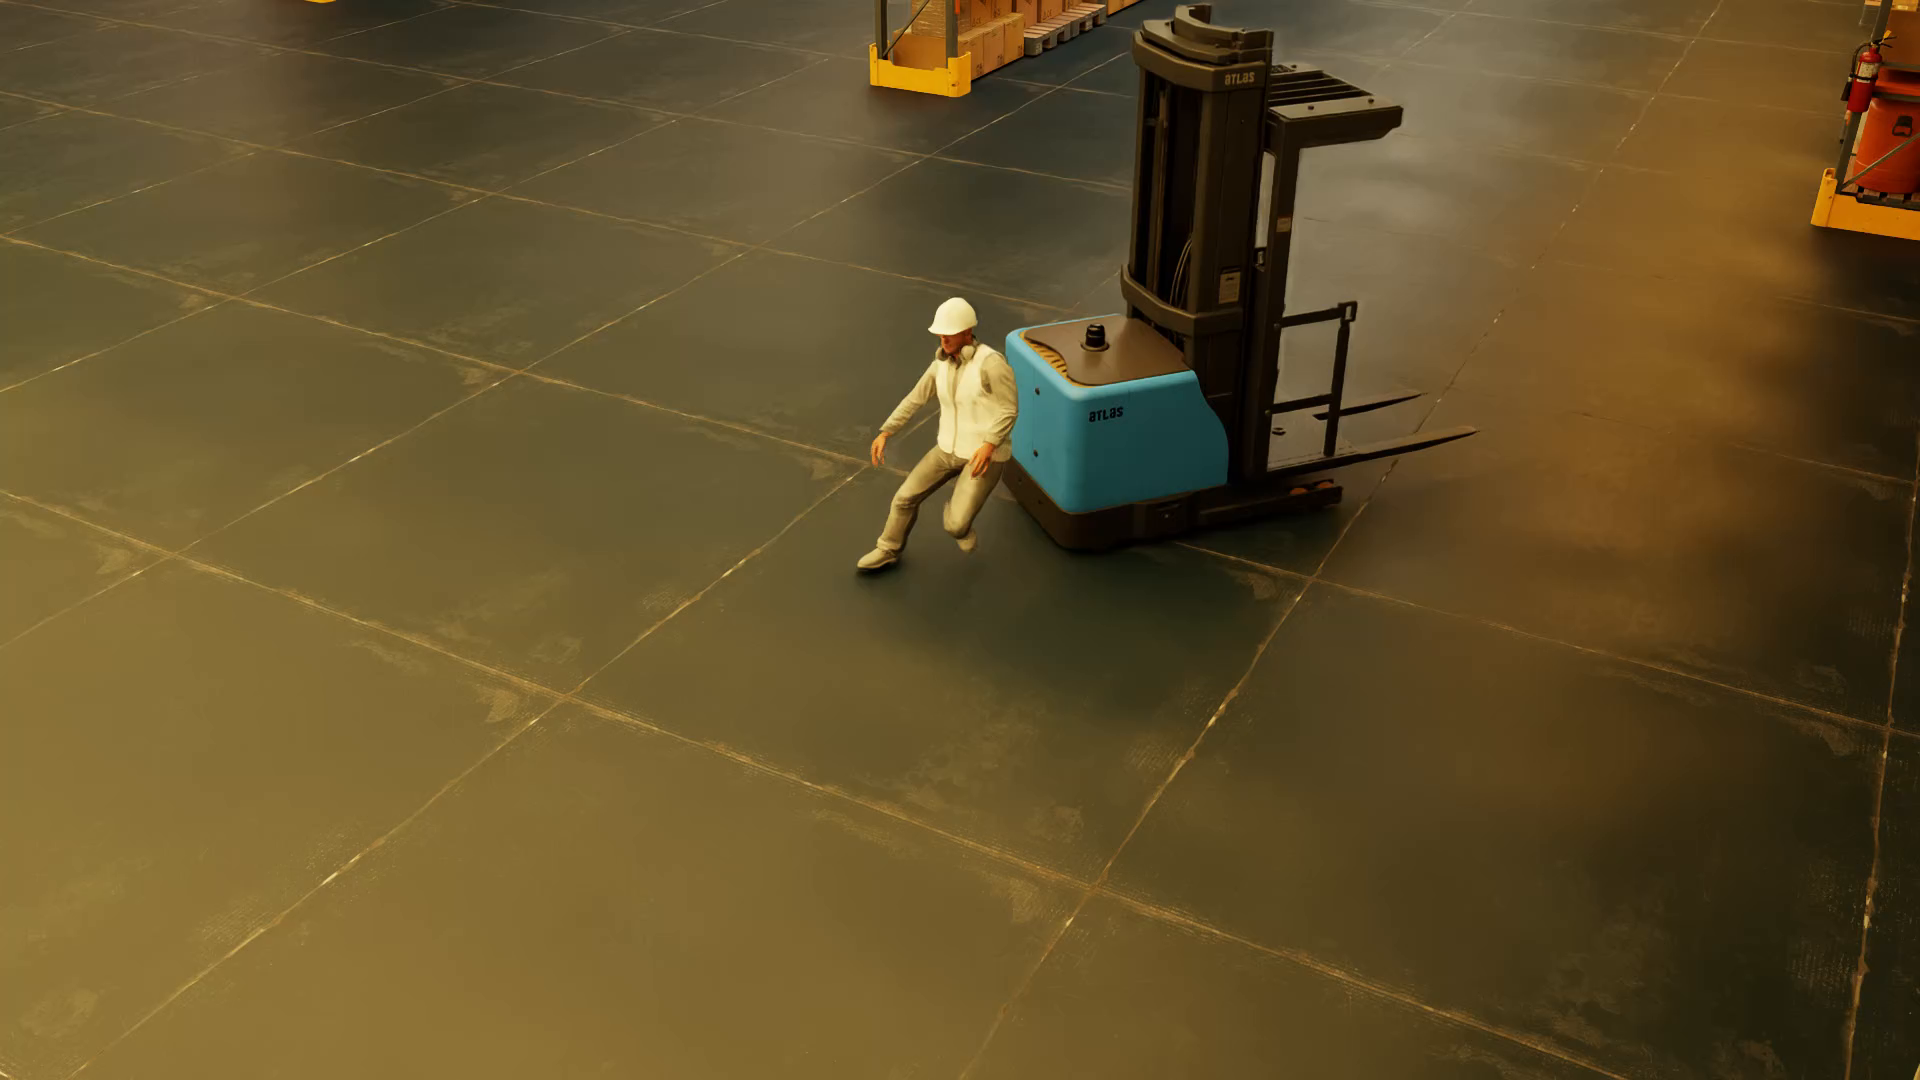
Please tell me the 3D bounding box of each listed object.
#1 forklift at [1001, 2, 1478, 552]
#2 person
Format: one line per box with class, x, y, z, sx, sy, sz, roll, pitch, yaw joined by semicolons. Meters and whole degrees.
forklift;1.830;-1.659;9.946;3.031;2.935;1.130;-11;32;-19
person;-0.110;-0.519;9.276;0.778;1.644;0.695;24;38;35
